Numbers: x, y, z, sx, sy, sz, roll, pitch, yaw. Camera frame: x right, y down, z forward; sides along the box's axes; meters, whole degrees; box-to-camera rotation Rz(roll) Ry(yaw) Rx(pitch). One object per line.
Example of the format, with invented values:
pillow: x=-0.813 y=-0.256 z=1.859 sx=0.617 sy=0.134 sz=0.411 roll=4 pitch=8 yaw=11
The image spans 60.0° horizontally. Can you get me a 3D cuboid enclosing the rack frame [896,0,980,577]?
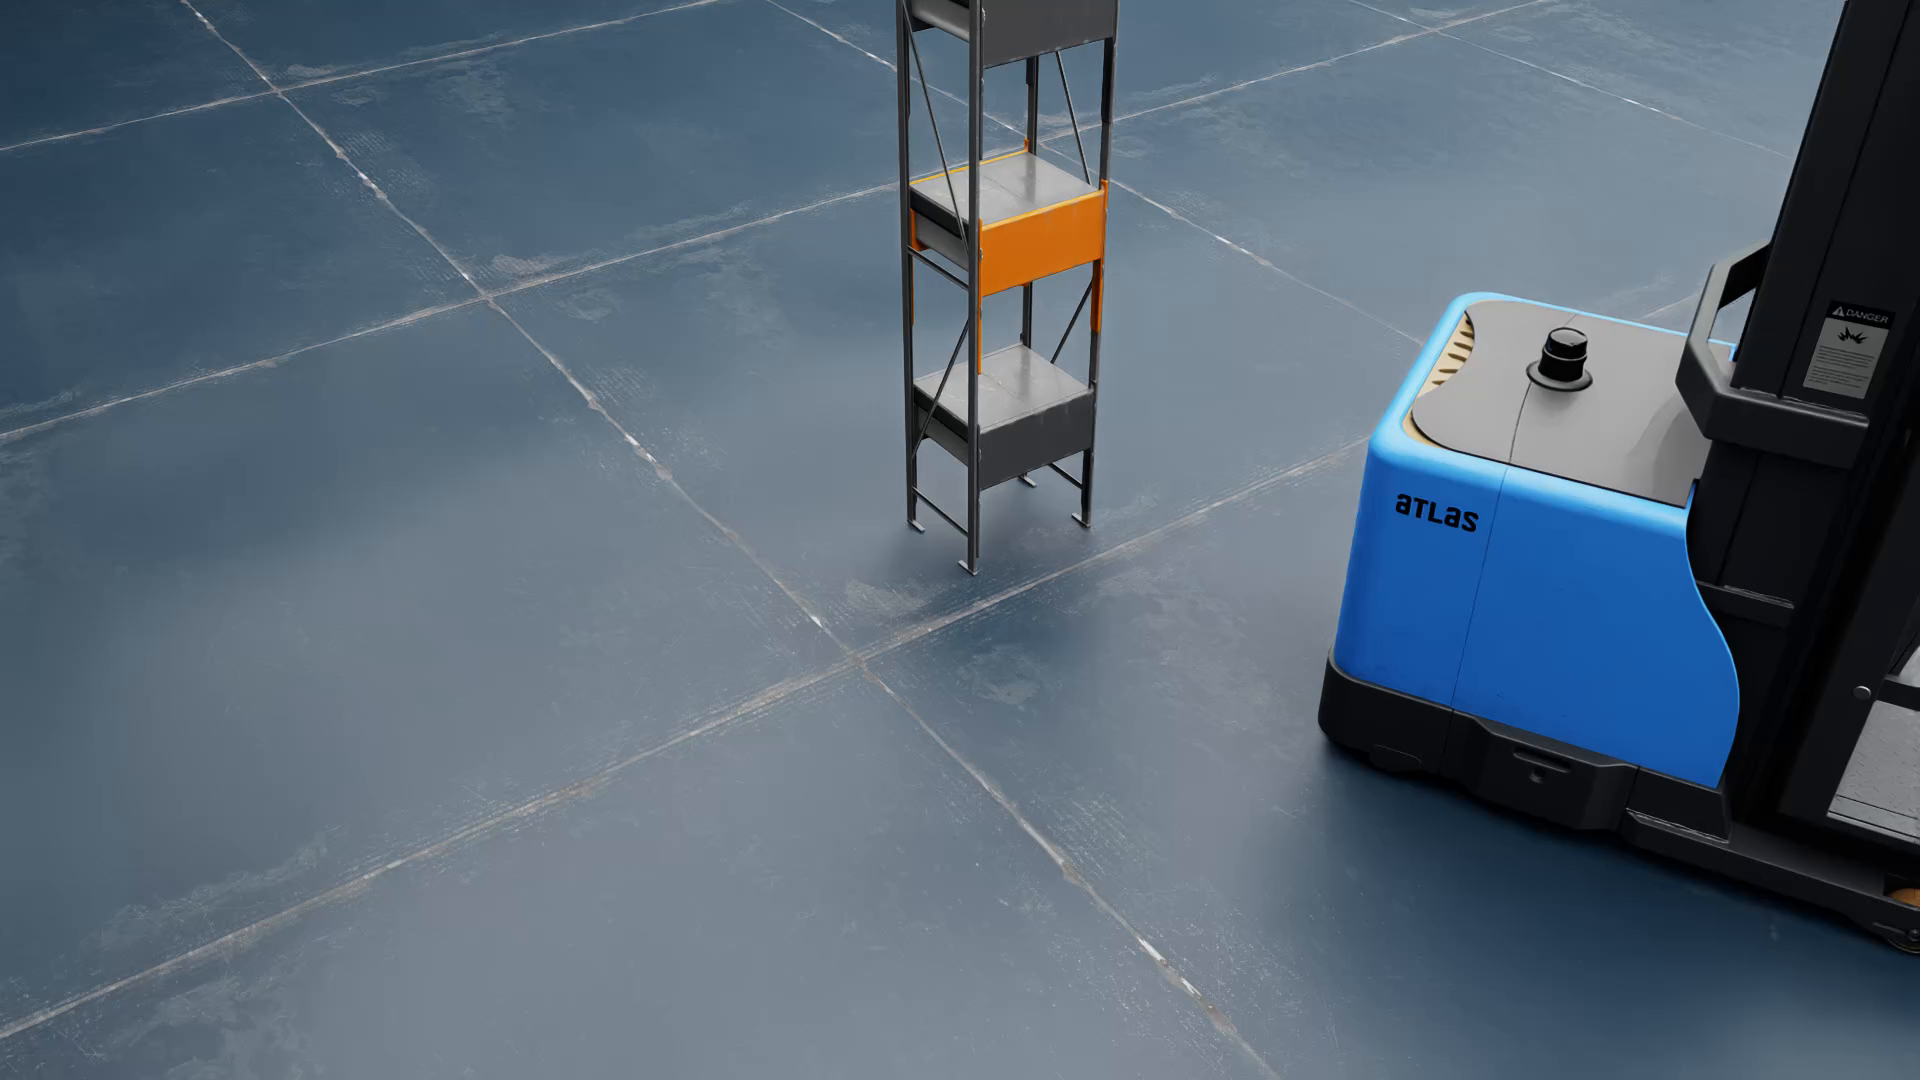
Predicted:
rack frame: x=-0.064 y=-0.826 z=5.100 sx=0.015 sy=2.100 sz=0.400 roll=-22 pitch=41 yaw=-28

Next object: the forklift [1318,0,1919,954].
forklift: x=2.601 y=-0.434 z=3.843 sx=3.031 sy=2.935 sz=1.130 roll=17 pitch=39 yaw=22

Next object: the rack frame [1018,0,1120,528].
rack frame: x=0.335 y=-0.990 z=5.328 sx=0.015 sy=2.100 sz=0.400 roll=-22 pitch=41 yaw=-28

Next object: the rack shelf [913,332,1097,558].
rack shelf: x=0.135 y=-0.329 z=5.631 sx=0.480 sy=0.518 sz=0.431 roll=-22 pitch=41 yaw=-28

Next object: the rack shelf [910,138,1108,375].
rack shelf: x=0.135 y=-0.897 z=5.222 sx=0.480 sy=0.518 sz=0.431 roll=-22 pitch=41 yaw=-28

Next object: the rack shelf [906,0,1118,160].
rack shelf: x=0.135 y=-1.465 z=4.814 sx=0.480 sy=0.518 sz=0.431 roll=-22 pitch=41 yaw=-28

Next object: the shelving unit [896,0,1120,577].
shelving unit: x=0.135 y=-0.908 z=5.214 sx=0.503 sy=2.100 sz=0.431 roll=-22 pitch=41 yaw=-28
